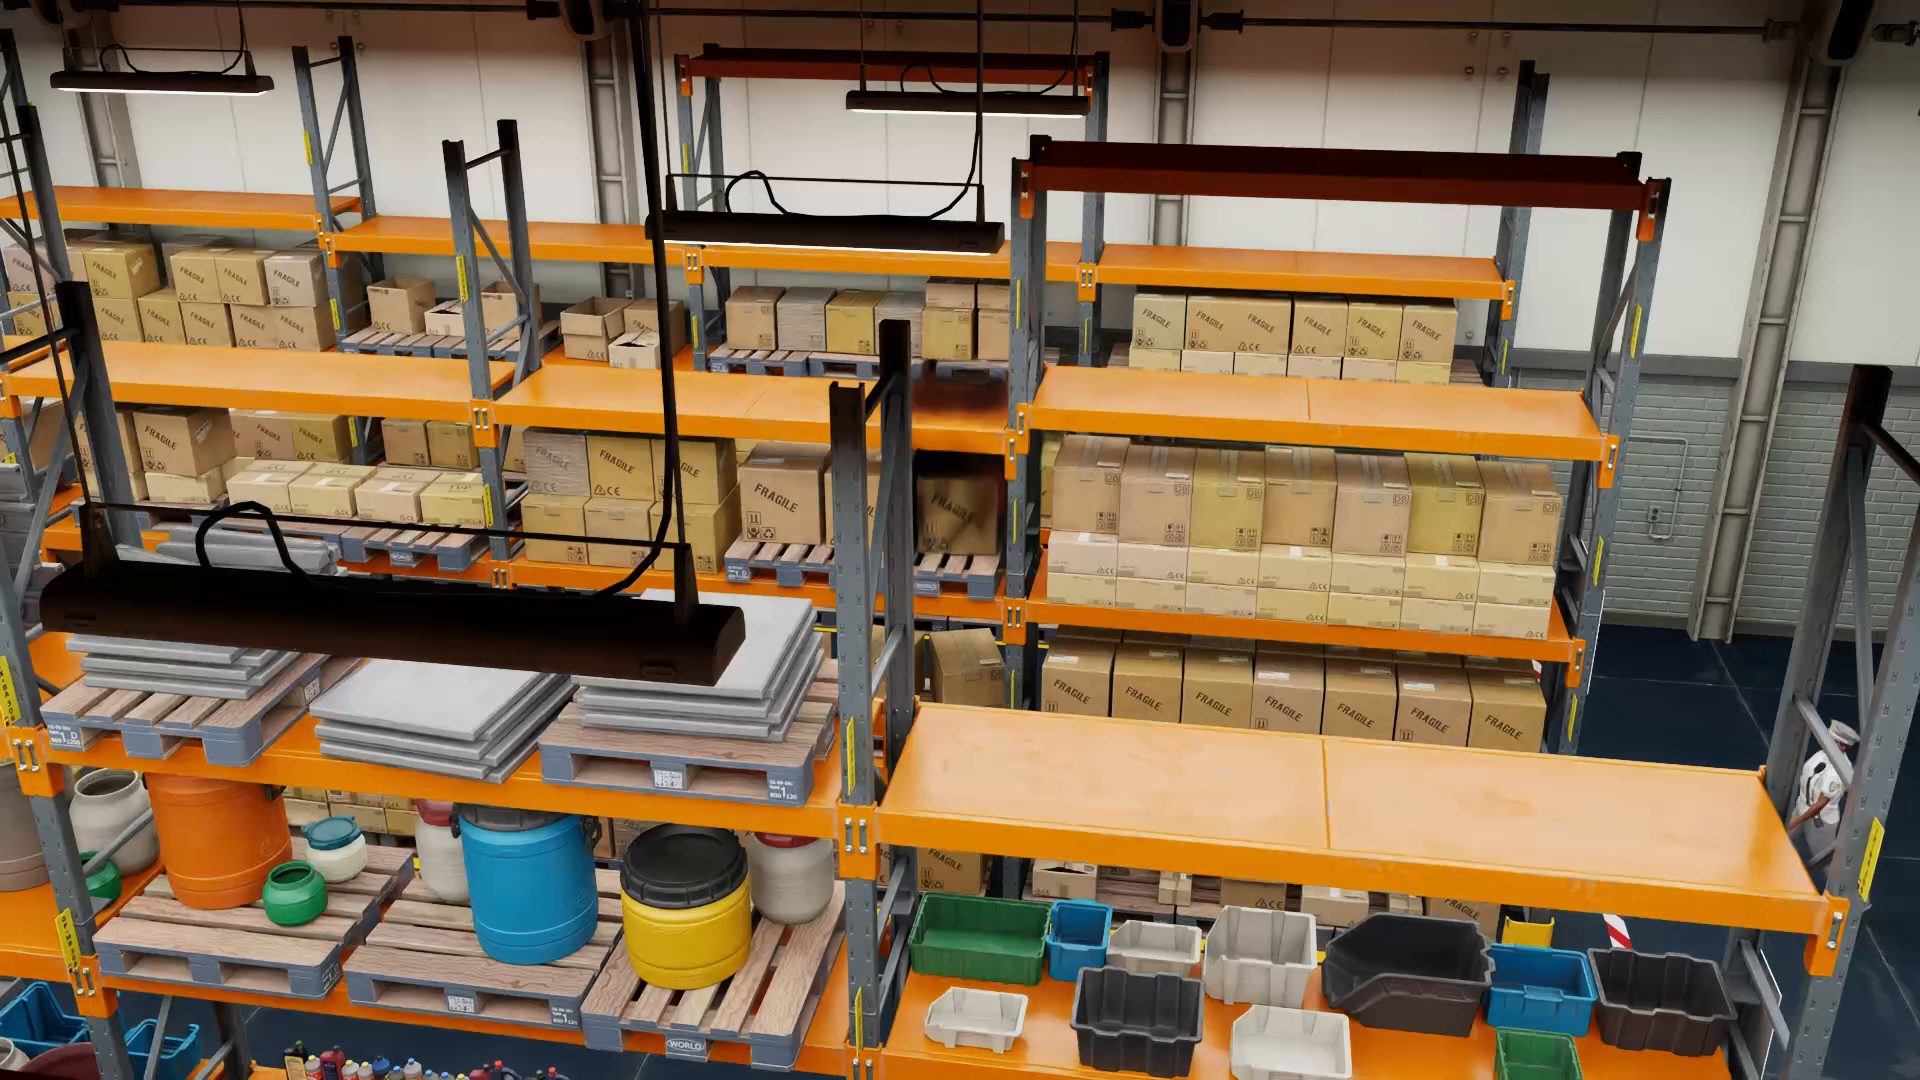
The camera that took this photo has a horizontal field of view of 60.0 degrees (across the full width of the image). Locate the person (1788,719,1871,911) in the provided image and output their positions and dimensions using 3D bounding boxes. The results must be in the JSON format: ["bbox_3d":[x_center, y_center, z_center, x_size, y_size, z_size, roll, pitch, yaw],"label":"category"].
[{"bbox_3d":[6.758,2.155,13.150,1.013,1.638,0.461,8,24,18],"label":"person"}]
